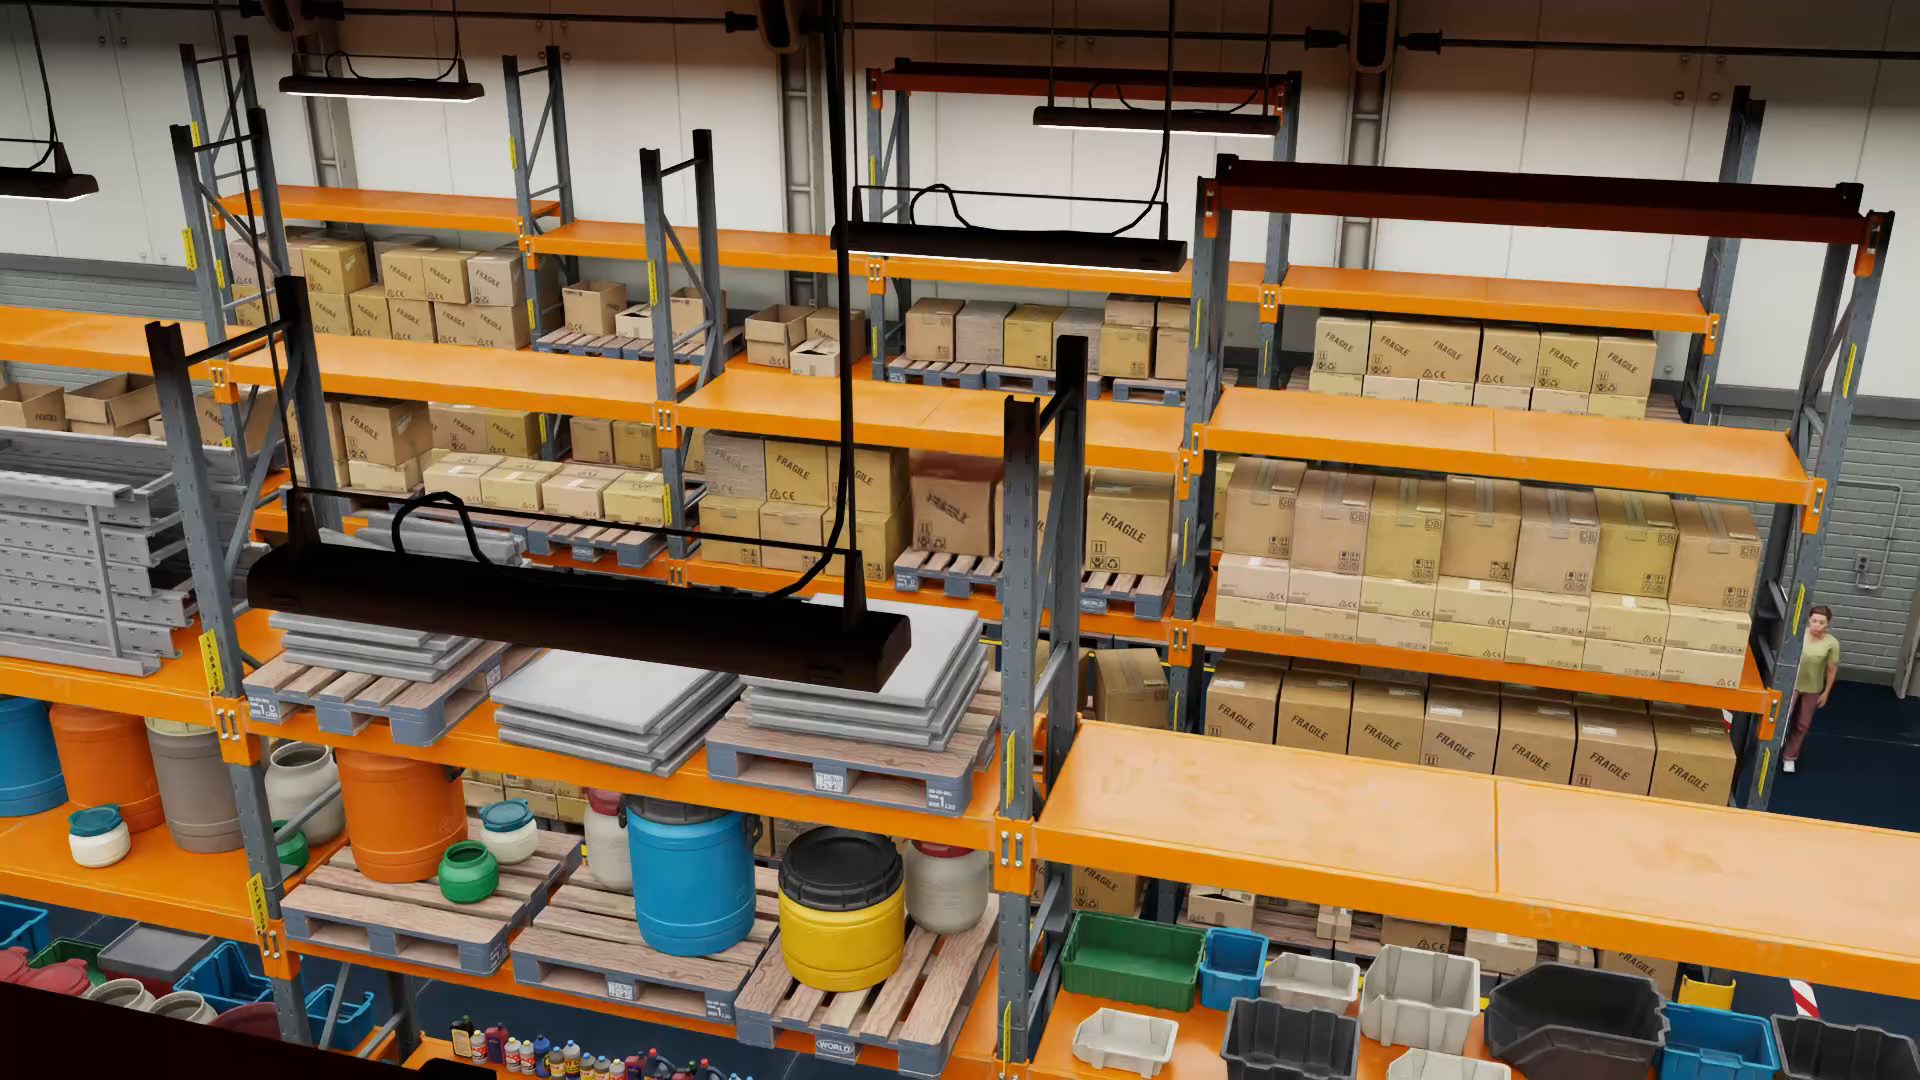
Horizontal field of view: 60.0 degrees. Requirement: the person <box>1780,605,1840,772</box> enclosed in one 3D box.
[{"bbox_3d":[7.742,1.370,15.267,0.477,1.667,0.424,6,23,14],"label":"person"}]
